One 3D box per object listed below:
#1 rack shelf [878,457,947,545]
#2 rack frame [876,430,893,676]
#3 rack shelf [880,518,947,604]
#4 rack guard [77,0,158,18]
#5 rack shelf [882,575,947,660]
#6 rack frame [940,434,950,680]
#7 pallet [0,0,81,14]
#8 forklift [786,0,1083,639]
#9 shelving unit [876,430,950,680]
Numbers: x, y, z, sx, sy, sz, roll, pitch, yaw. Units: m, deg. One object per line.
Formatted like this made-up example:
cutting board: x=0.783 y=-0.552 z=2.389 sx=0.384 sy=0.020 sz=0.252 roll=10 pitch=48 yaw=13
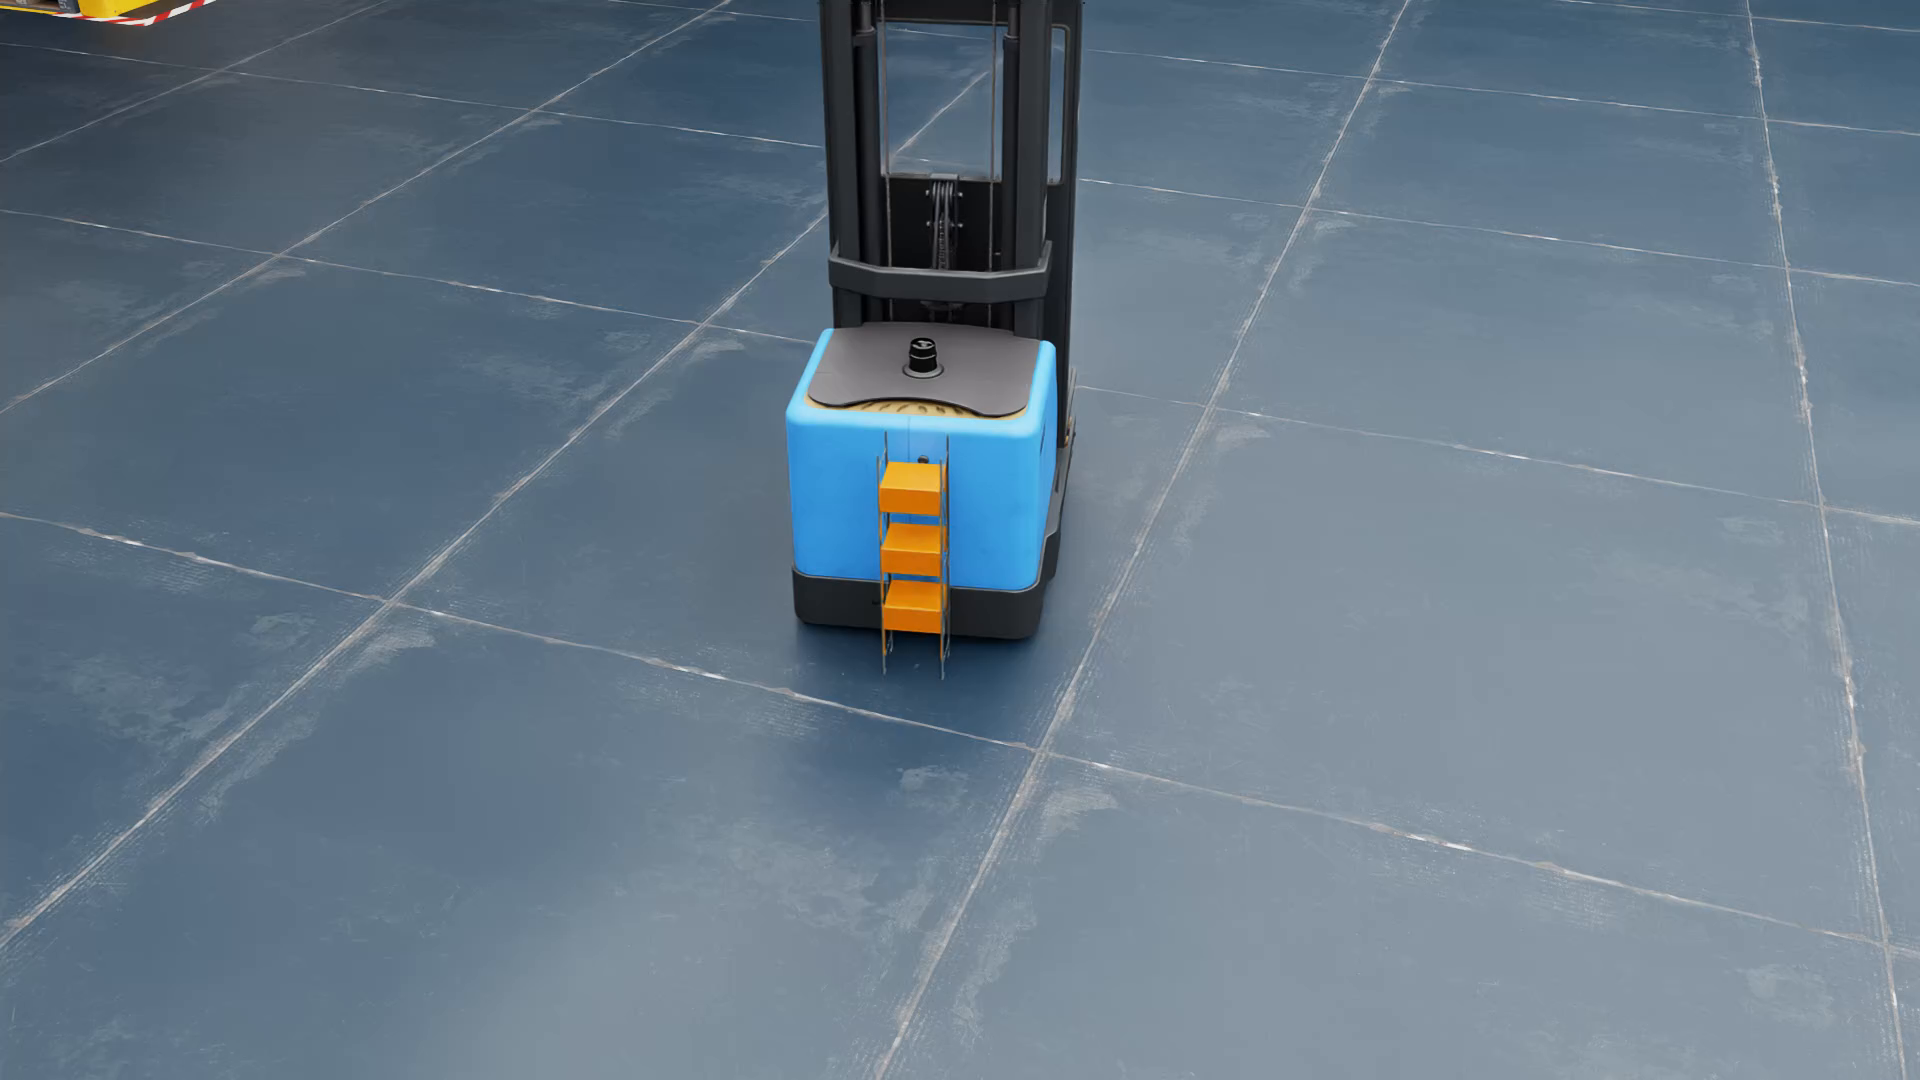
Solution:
rack shelf: x=-0.180 y=-0.154 z=6.517 sx=0.240 sy=0.259 sz=0.215 roll=4 pitch=33 yaw=6
rack frame: x=-0.301 y=0.067 z=6.679 sx=0.008 sy=1.050 sz=0.200 roll=4 pitch=33 yaw=6
rack shelf: x=-0.180 y=0.084 z=6.671 sx=0.240 sy=0.259 sz=0.215 roll=4 pitch=33 yaw=6
rack guard: x=-7.681 y=-5.262 z=15.439 sx=0.348 sy=0.500 sz=1.175 roll=11 pitch=34 yaw=16
rack shelf: x=-0.180 y=0.318 z=6.822 sx=0.240 sy=0.259 sz=0.215 roll=4 pitch=33 yaw=6
rack frame: x=-0.059 y=0.084 z=6.652 sx=0.008 sy=1.050 sz=0.200 roll=4 pitch=33 yaw=6
pallet: x=-8.482 y=-5.252 z=15.689 sx=1.213 sy=0.211 sz=1.003 roll=11 pitch=34 yaw=16
forklift: x=-0.004 y=-1.599 z=7.524 sx=1.130 sy=2.935 sz=3.031 roll=4 pitch=33 yaw=6
shelving unit: x=-0.180 y=0.075 z=6.665 sx=0.252 sy=1.050 sz=0.215 roll=4 pitch=33 yaw=6
